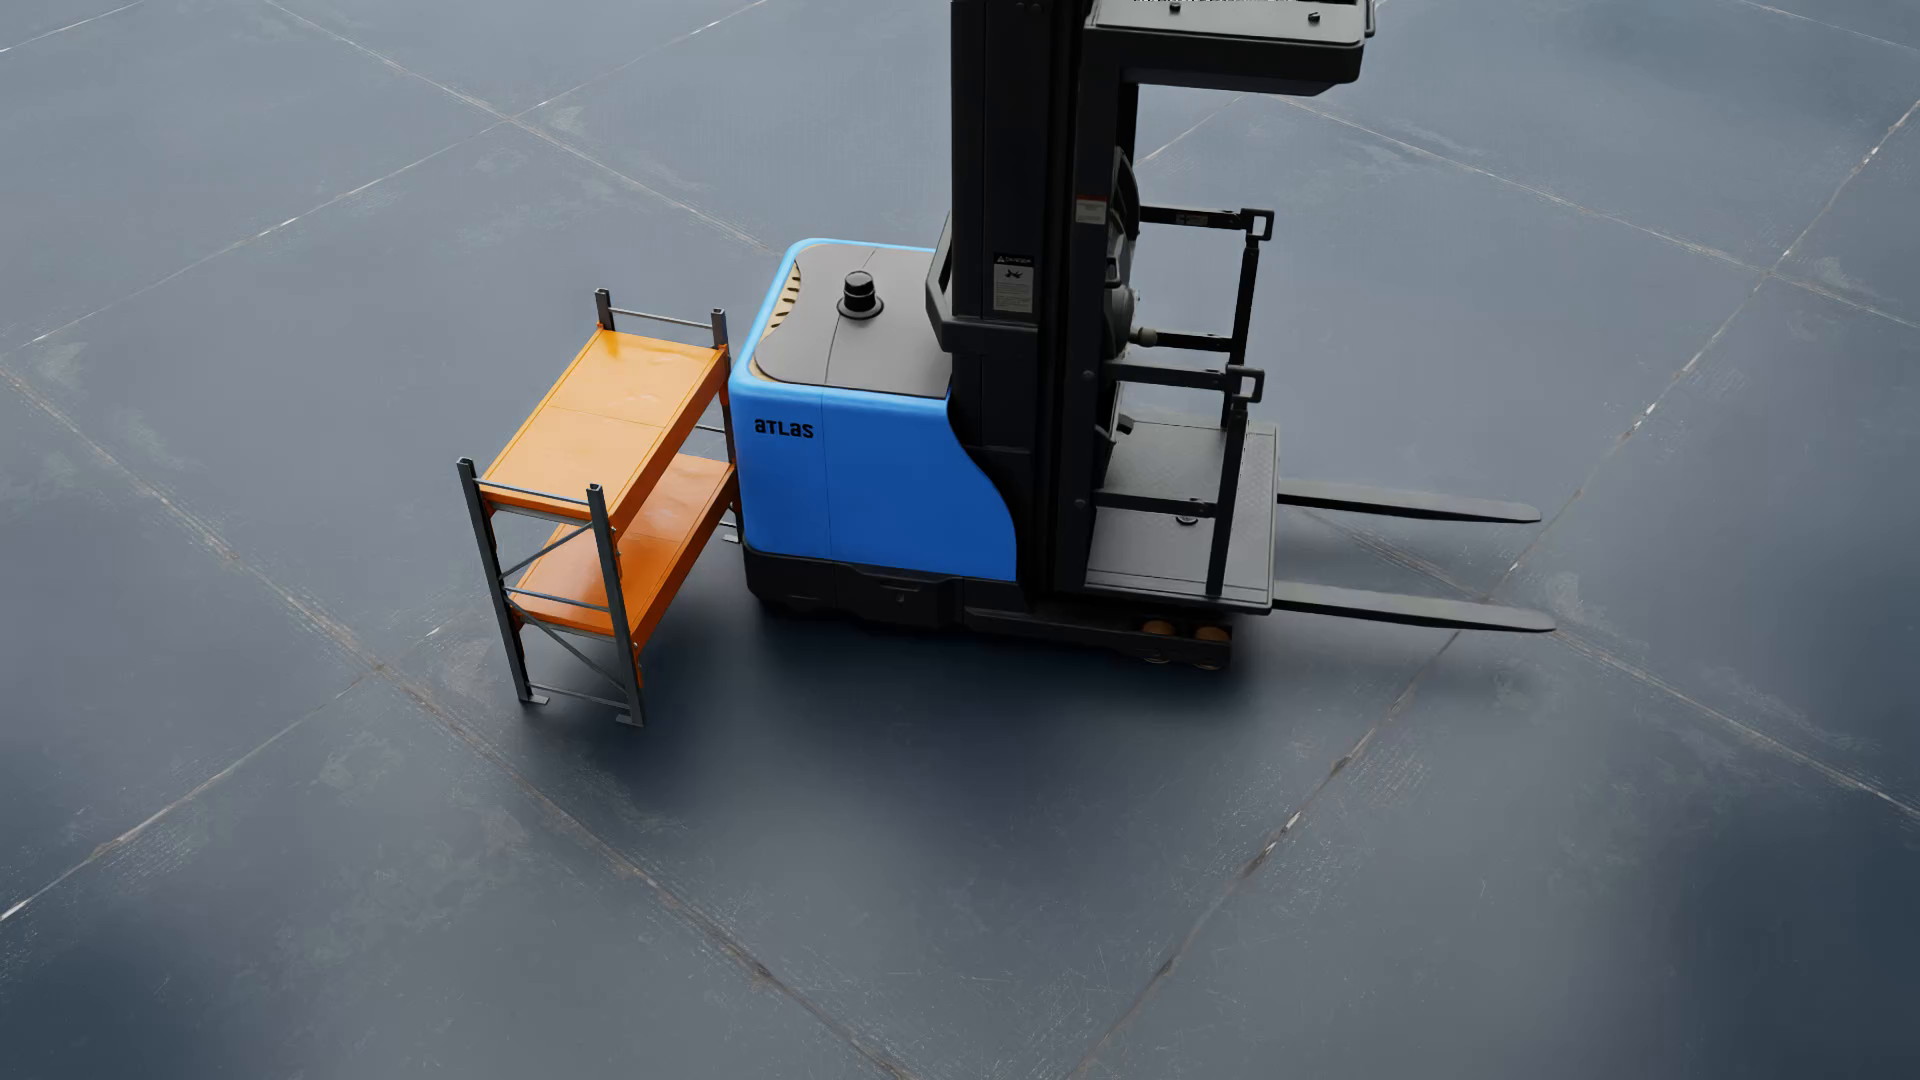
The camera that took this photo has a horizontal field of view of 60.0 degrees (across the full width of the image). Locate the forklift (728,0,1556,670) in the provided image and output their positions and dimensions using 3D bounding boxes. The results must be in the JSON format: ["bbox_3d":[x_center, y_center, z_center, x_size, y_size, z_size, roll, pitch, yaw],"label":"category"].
[{"bbox_3d":[0.738,-0.987,5.657,3.031,2.935,1.130,7,43,7],"label":"forklift"}]

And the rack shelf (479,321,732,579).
[{"bbox_3d":[-1.235,-0.340,5.853,0.538,0.278,1.000,11,43,12],"label":"rack shelf"}]

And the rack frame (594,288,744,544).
[{"bbox_3d":[-1.092,-0.452,6.411,0.500,1.125,0.032,11,43,12],"label":"rack frame"}]

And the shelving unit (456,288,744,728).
[{"bbox_3d":[-1.235,-0.124,6.050,0.538,1.125,1.048,11,43,12],"label":"shelving unit"}]

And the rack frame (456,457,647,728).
[{"bbox_3d":[-1.378,0.204,5.689,0.500,1.125,0.032,11,43,12],"label":"rack frame"}]

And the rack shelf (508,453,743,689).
[{"bbox_3d":[-1.235,0.057,6.215,0.538,0.278,1.000,11,43,12],"label":"rack shelf"}]
